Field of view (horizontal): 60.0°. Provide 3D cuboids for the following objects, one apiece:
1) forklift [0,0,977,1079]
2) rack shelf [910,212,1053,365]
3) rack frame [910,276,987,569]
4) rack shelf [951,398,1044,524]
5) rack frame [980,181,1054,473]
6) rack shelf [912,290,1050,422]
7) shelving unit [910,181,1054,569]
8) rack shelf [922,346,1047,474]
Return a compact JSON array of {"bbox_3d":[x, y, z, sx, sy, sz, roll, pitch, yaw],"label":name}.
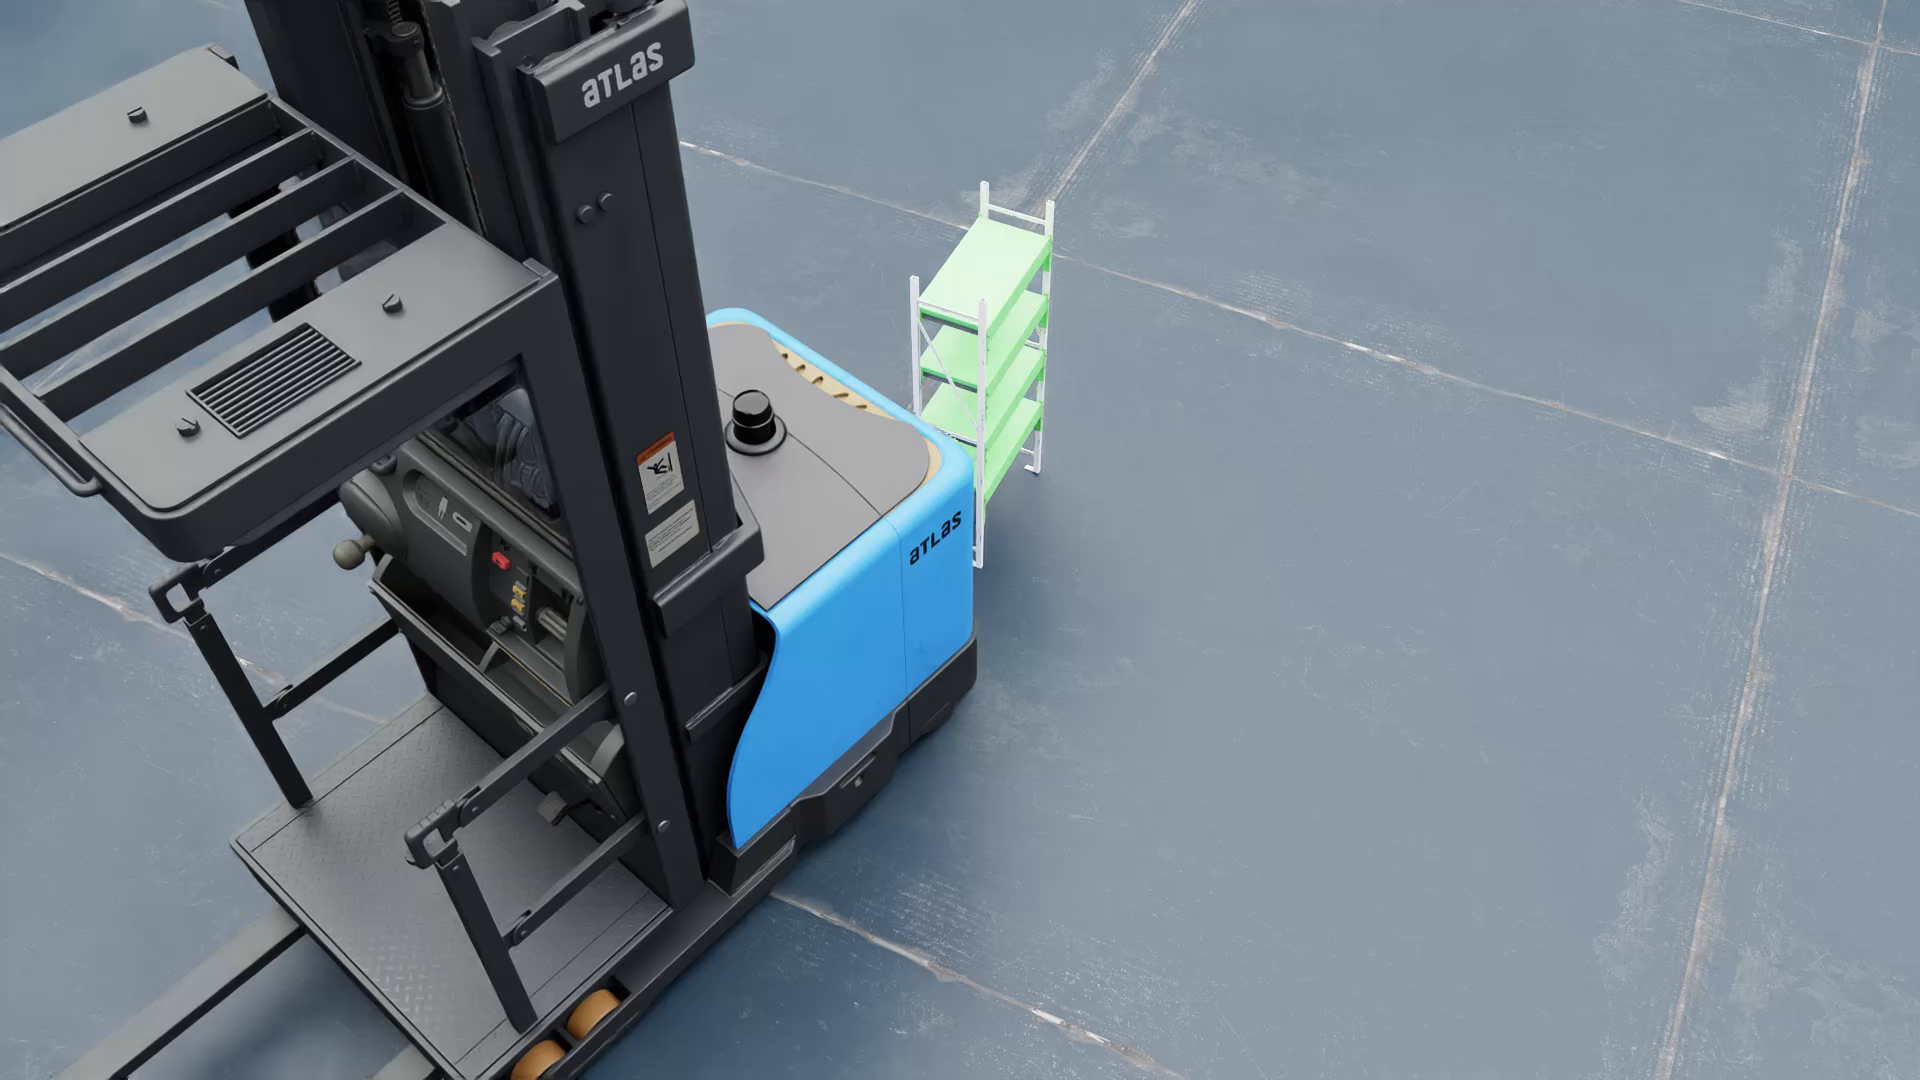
[{"bbox_3d":[-1.301,0.111,3.731,1.130,2.935,3.031,34,58,26],"label":"forklift"},{"bbox_3d":[0.071,-0.772,5.073,0.258,0.148,0.480,20,52,16],"label":"rack shelf"},{"bbox_3d":[-0.034,-0.335,5.247,0.240,1.200,0.015,20,52,16],"label":"rack frame"},{"bbox_3d":[0.071,-0.306,5.621,0.258,0.148,0.480,20,52,16],"label":"rack shelf"},{"bbox_3d":[0.175,-0.671,5.533,0.240,1.200,0.015,20,52,16],"label":"rack frame"},{"bbox_3d":[0.071,-0.617,5.256,0.258,0.148,0.480,20,52,16],"label":"rack shelf"},{"bbox_3d":[0.071,-0.503,5.390,0.258,1.200,0.503,20,52,16],"label":"shelving unit"},{"bbox_3d":[0.071,-0.461,5.439,0.258,0.148,0.480,20,52,16],"label":"rack shelf"}]
